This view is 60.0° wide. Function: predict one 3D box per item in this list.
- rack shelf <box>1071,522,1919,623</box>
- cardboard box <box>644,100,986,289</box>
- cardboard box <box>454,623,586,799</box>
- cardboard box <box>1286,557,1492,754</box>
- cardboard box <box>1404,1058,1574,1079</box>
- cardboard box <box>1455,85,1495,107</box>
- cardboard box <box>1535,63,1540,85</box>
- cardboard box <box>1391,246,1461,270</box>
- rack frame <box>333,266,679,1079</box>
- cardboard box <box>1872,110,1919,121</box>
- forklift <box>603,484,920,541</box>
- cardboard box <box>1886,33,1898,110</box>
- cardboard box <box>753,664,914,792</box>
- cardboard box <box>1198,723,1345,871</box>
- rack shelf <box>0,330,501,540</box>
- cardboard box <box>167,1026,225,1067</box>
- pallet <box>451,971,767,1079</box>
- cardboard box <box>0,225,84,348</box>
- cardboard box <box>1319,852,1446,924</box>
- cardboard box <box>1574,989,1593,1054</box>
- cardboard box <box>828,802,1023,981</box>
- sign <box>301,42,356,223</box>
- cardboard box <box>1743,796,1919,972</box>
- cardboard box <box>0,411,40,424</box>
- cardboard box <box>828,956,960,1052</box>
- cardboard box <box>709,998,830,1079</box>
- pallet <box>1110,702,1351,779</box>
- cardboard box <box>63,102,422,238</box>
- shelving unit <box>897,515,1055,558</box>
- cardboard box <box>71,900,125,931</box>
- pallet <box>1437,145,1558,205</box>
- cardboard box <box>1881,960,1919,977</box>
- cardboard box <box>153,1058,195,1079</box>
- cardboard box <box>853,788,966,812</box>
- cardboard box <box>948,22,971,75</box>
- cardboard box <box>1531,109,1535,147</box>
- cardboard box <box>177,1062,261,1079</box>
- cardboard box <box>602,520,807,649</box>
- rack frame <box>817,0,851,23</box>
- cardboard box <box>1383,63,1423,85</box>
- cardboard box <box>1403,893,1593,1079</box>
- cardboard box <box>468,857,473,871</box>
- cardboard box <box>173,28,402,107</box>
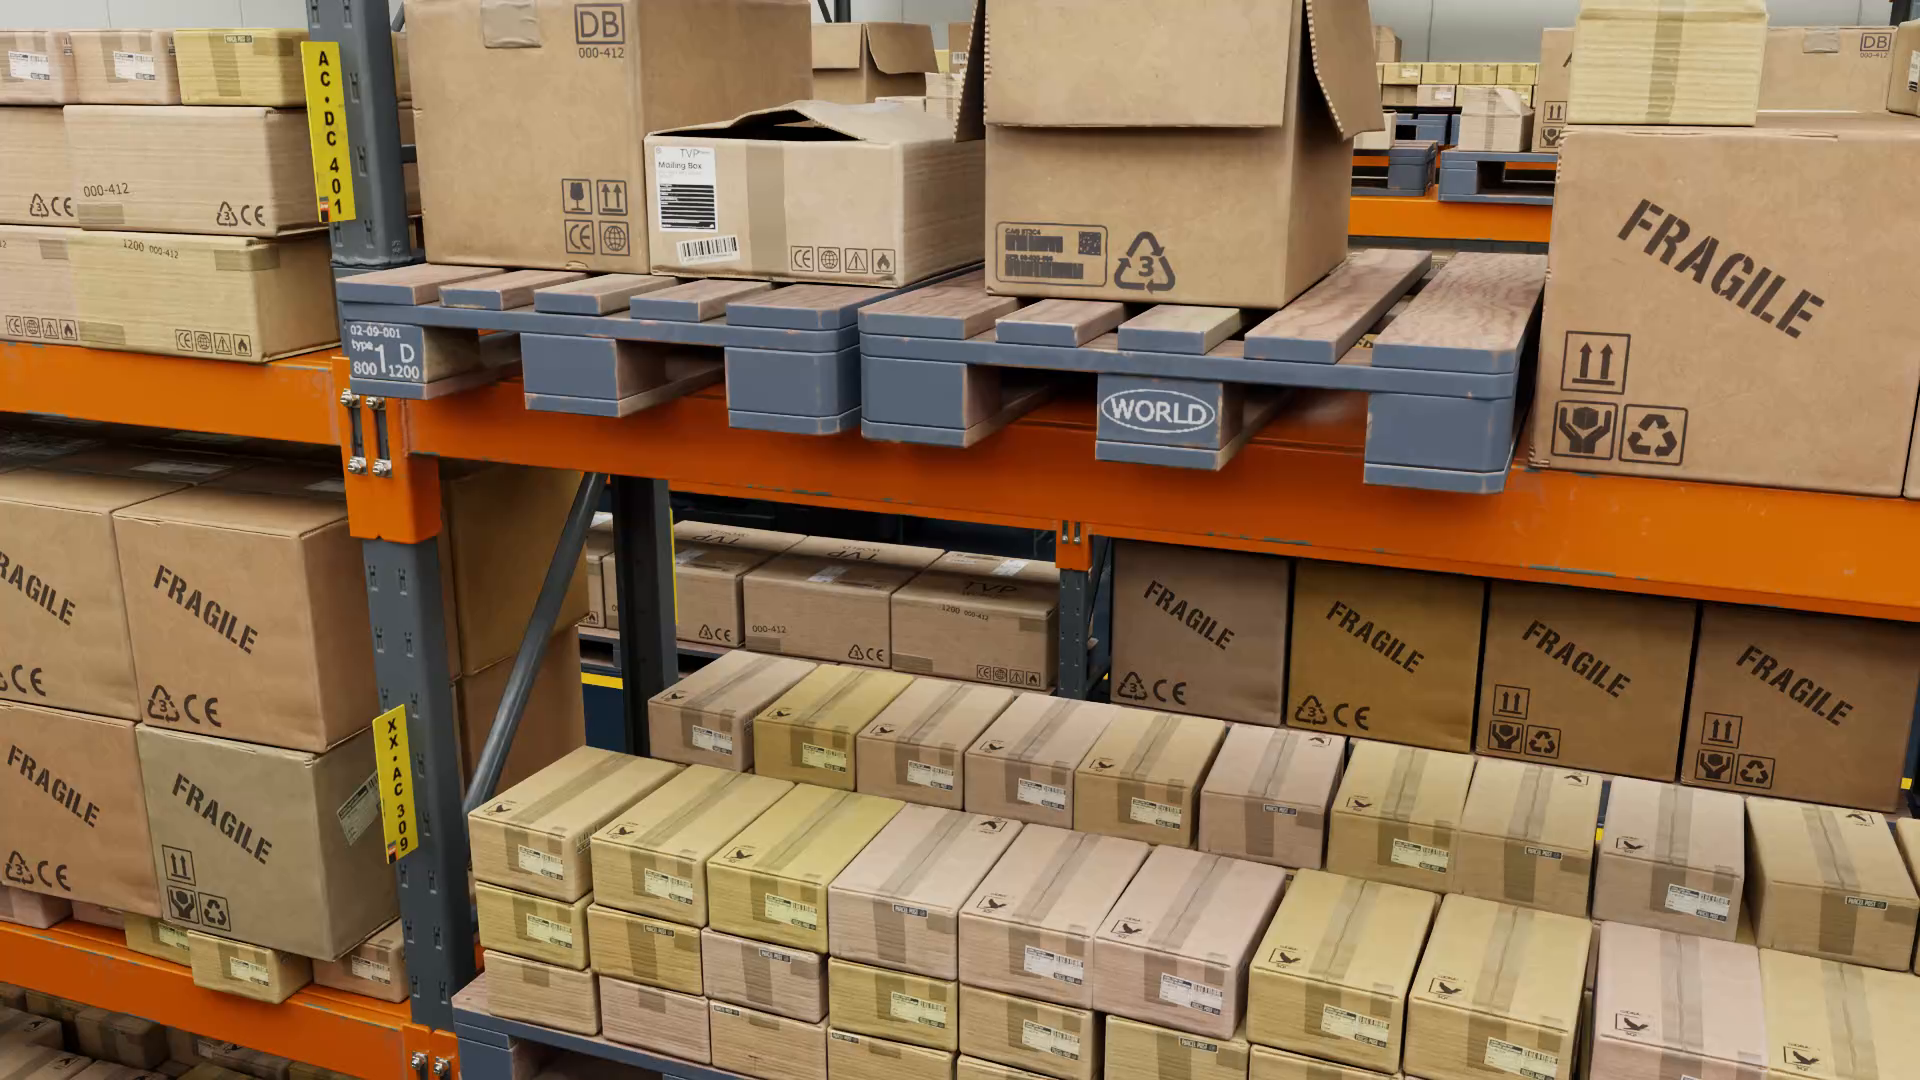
[{"bbox_3d":[2.597,0.041,7.942,4.000,0.370,1.077,6,17,21],"label":"rack shelf"},{"bbox_3d":[-0.245,-0.670,3.127,0.500,0.311,0.500,6,17,20],"label":"cardboard box"},{"bbox_3d":[-1.354,0.478,4.433,0.500,0.500,0.500,6,17,20],"label":"cardboard box"},{"bbox_3d":[2.185,0.443,8.326,0.875,0.875,0.875,7,18,22],"label":"cardboard box"},{"bbox_3d":[0.907,0.907,2.834,0.250,0.149,0.380,7,18,22],"label":"cardboard box"},{"bbox_3d":[3.637,-3.129,11.708,0.250,0.149,0.380,6,17,20],"label":"cardboard box"},{"bbox_3d":[4.125,-3.222,11.498,0.250,0.149,0.380,6,17,21],"label":"cardboard box"},{"bbox_3d":[3.404,-1.886,12.357,0.500,0.500,0.700,6,17,21],"label":"cardboard box"},{"bbox_3d":[-0.986,0.785,4.089,0.127,3.000,1.000,6,17,21],"label":"rack frame"},{"bbox_3d":[1.833,-0.471,2.856,0.500,0.500,0.500,6,17,21],"label":"cardboard box"},{"bbox_3d":[-1.763,-1.616,12.482,3.031,2.935,1.130,6,17,20],"label":"forklift"},{"bbox_3d":[4.051,-1.791,6.644,0.637,0.503,0.797,5,17,17],"label":"cardboard box"},{"bbox_3d":[-0.291,0.436,3.921,0.250,0.149,0.380,6,17,19],"label":"cardboard box"},{"bbox_3d":[0.671,0.542,3.555,0.250,0.149,0.380,5,17,18],"label":"cardboard box"},{"bbox_3d":[-2.847,-0.514,4.476,4.000,0.370,1.077,6,17,21],"label":"rack shelf"},{"bbox_3d":[-2.176,1.453,5.080,0.250,0.149,0.380,7,17,22],"label":"cardboard box"},{"bbox_3d":[-0.329,0.993,3.716,1.213,0.211,1.003,6,17,21],"label":"pallet"},{"bbox_3d":[-2.002,-0.618,3.809,0.500,0.250,0.500,6,17,20],"label":"cardboard box"},{"bbox_3d":[0.908,0.711,3.508,0.250,0.149,0.380,7,18,23],"label":"cardboard box"},{"bbox_3d":[1.392,0.906,3.368,0.250,0.149,0.380,7,18,22],"label":"cardboard box"},{"bbox_3d":[-0.058,0.658,3.157,0.250,0.149,0.380,6,17,20],"label":"cardboard box"},{"bbox_3d":[-1.178,-0.762,3.111,0.005,0.325,0.100,6,17,21],"label":"sign"},{"bbox_3d":[1.652,0.650,3.185,0.250,0.149,0.380,6,17,18],"label":"cardboard box"},{"bbox_3d":[-2.739,-0.157,4.827,0.500,0.500,0.500,6,17,19],"label":"cardboard box"},{"bbox_3d":[-0.064,0.800,3.203,0.250,0.149,0.380,5,17,18],"label":"cardboard box"},{"bbox_3d":[-0.297,0.917,3.331,0.250,0.149,0.380,6,17,21],"label":"cardboard box"},{"bbox_3d":[1.481,0.890,8.731,1.213,0.211,1.003,6,17,21],"label":"pallet"},{"bbox_3d":[-1.509,-0.805,3.557,0.500,0.250,0.500,5,17,18],"label":"cardboard box"},{"bbox_3d":[0.119,-0.708,11.922,1.048,1.500,0.538,6,17,20],"label":"shelving unit"},{"bbox_3d":[-2.059,0.852,4.308,0.250,0.149,0.380,6,17,19],"label":"cardboard box"},{"bbox_3d":[2.797,-1.615,7.316,1.213,0.211,1.003,7,18,23],"label":"pallet"},{"bbox_3d":[1.856,0.815,3.149,0.250,0.149,0.380,6,17,19],"label":"cardboard box"},{"bbox_3d":[-2.212,1.609,5.078,0.250,0.149,0.380,7,18,23],"label":"cardboard box"},{"bbox_3d":[-0.068,0.604,3.878,0.250,0.149,0.380,7,18,23],"label":"cardboard box"},{"bbox_3d":[0.266,-2.362,8.437,0.500,0.500,0.500,7,17,22],"label":"cardboard box"},{"bbox_3d":[2.550,-1.884,7.570,0.250,0.166,0.380,8,18,25],"label":"cardboard box"},{"bbox_3d":[-2.112,1.612,4.535,0.250,0.149,0.380,7,18,22],"label":"cardboard box"},{"bbox_3d":[-1.480,0.244,9.796,0.875,0.438,0.875,7,18,22],"label":"cardboard box"},{"bbox_3d":[-1.167,-5.087,13.555,0.127,3.000,1.000,6,17,21],"label":"rack frame"},{"bbox_3d":[3.165,-3.319,11.830,0.250,0.149,0.380,6,17,20],"label":"cardboard box"},{"bbox_3d":[0.909,0.764,2.794,0.250,0.149,0.380,7,18,23],"label":"cardboard box"},{"bbox_3d":[-1.130,0.792,4.516,0.250,0.149,0.380,7,18,23],"label":"cardboard box"},{"bbox_3d":[-1.378,-0.976,3.432,0.250,0.149,0.380,5,17,18],"label":"cardboard box"}]
